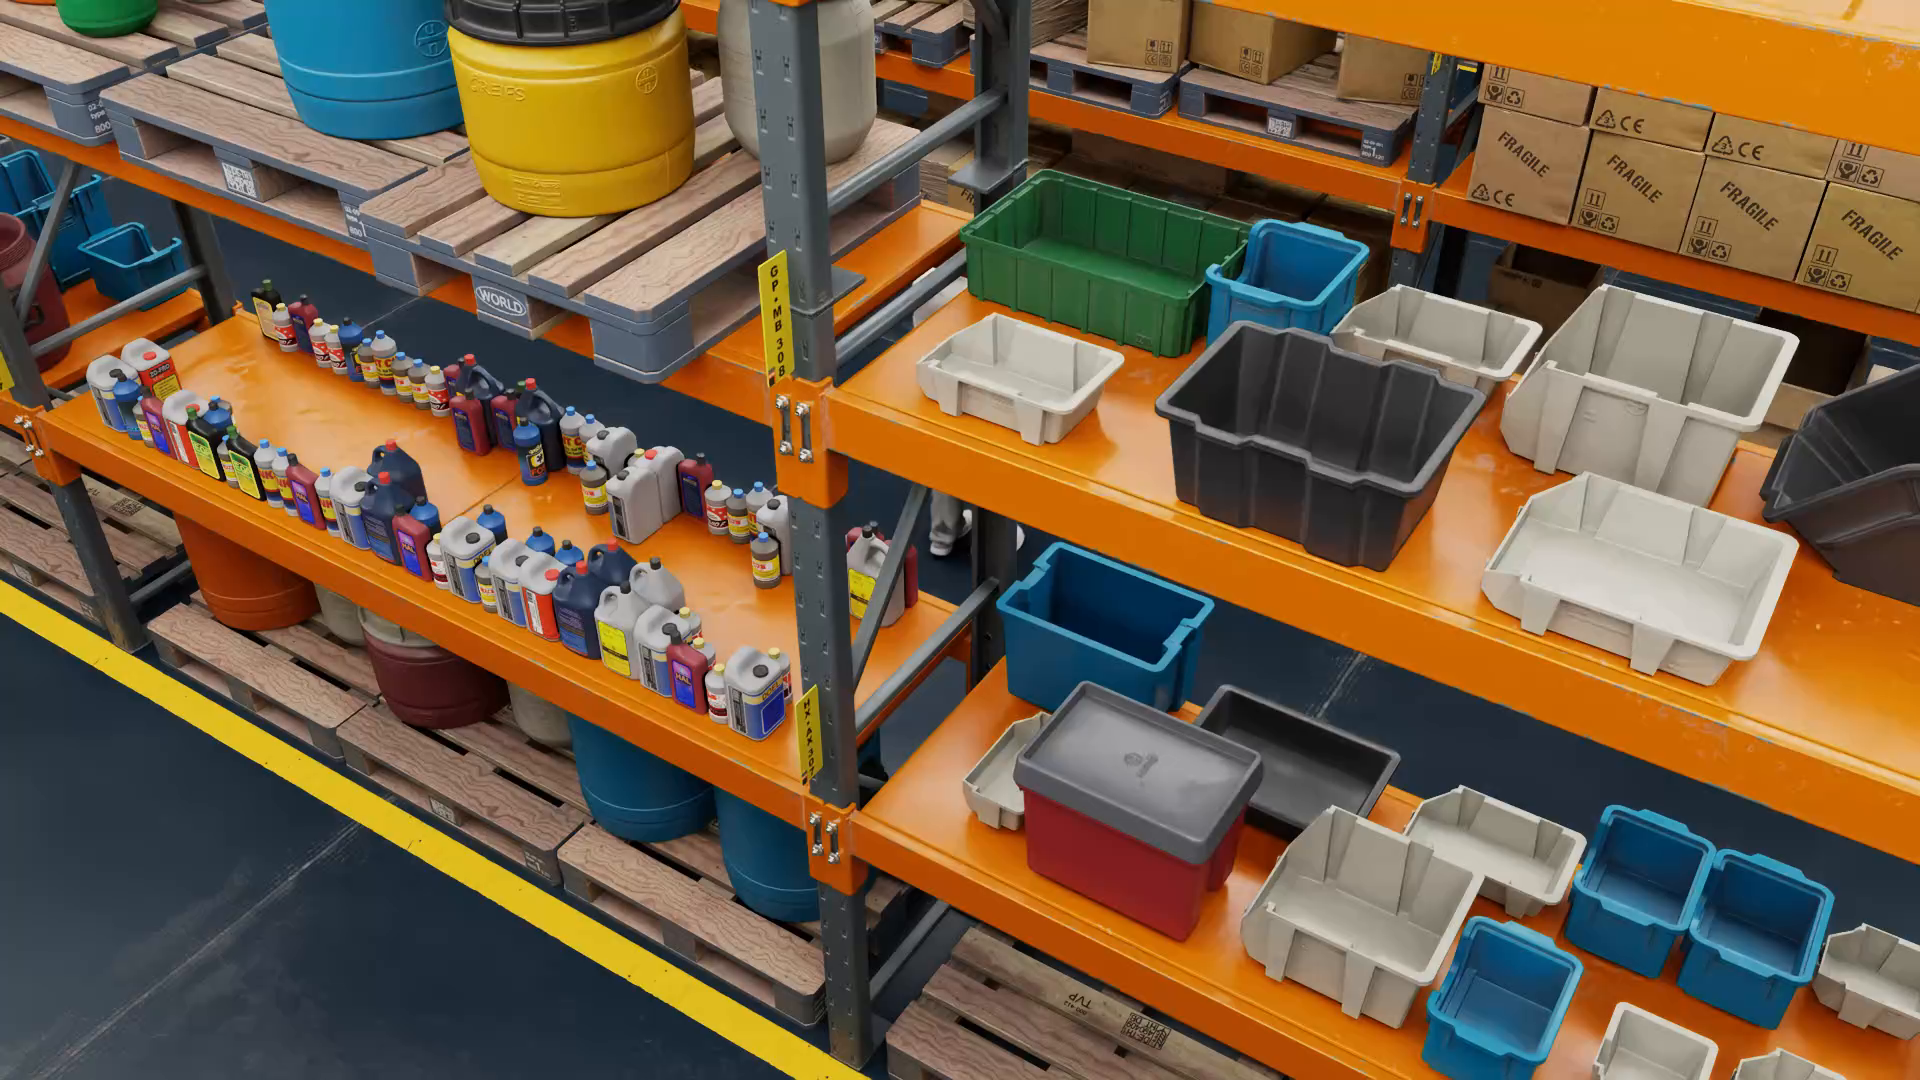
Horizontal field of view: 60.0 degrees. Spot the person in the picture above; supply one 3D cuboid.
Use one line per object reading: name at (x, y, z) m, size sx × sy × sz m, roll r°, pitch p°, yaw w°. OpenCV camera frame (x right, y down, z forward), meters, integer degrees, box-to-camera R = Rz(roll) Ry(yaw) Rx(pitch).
person at (0.056, -0.676, 7.573) m, size 0.562 × 1.778 × 0.380 m, roll 22°, pitch 43°, yaw 26°
